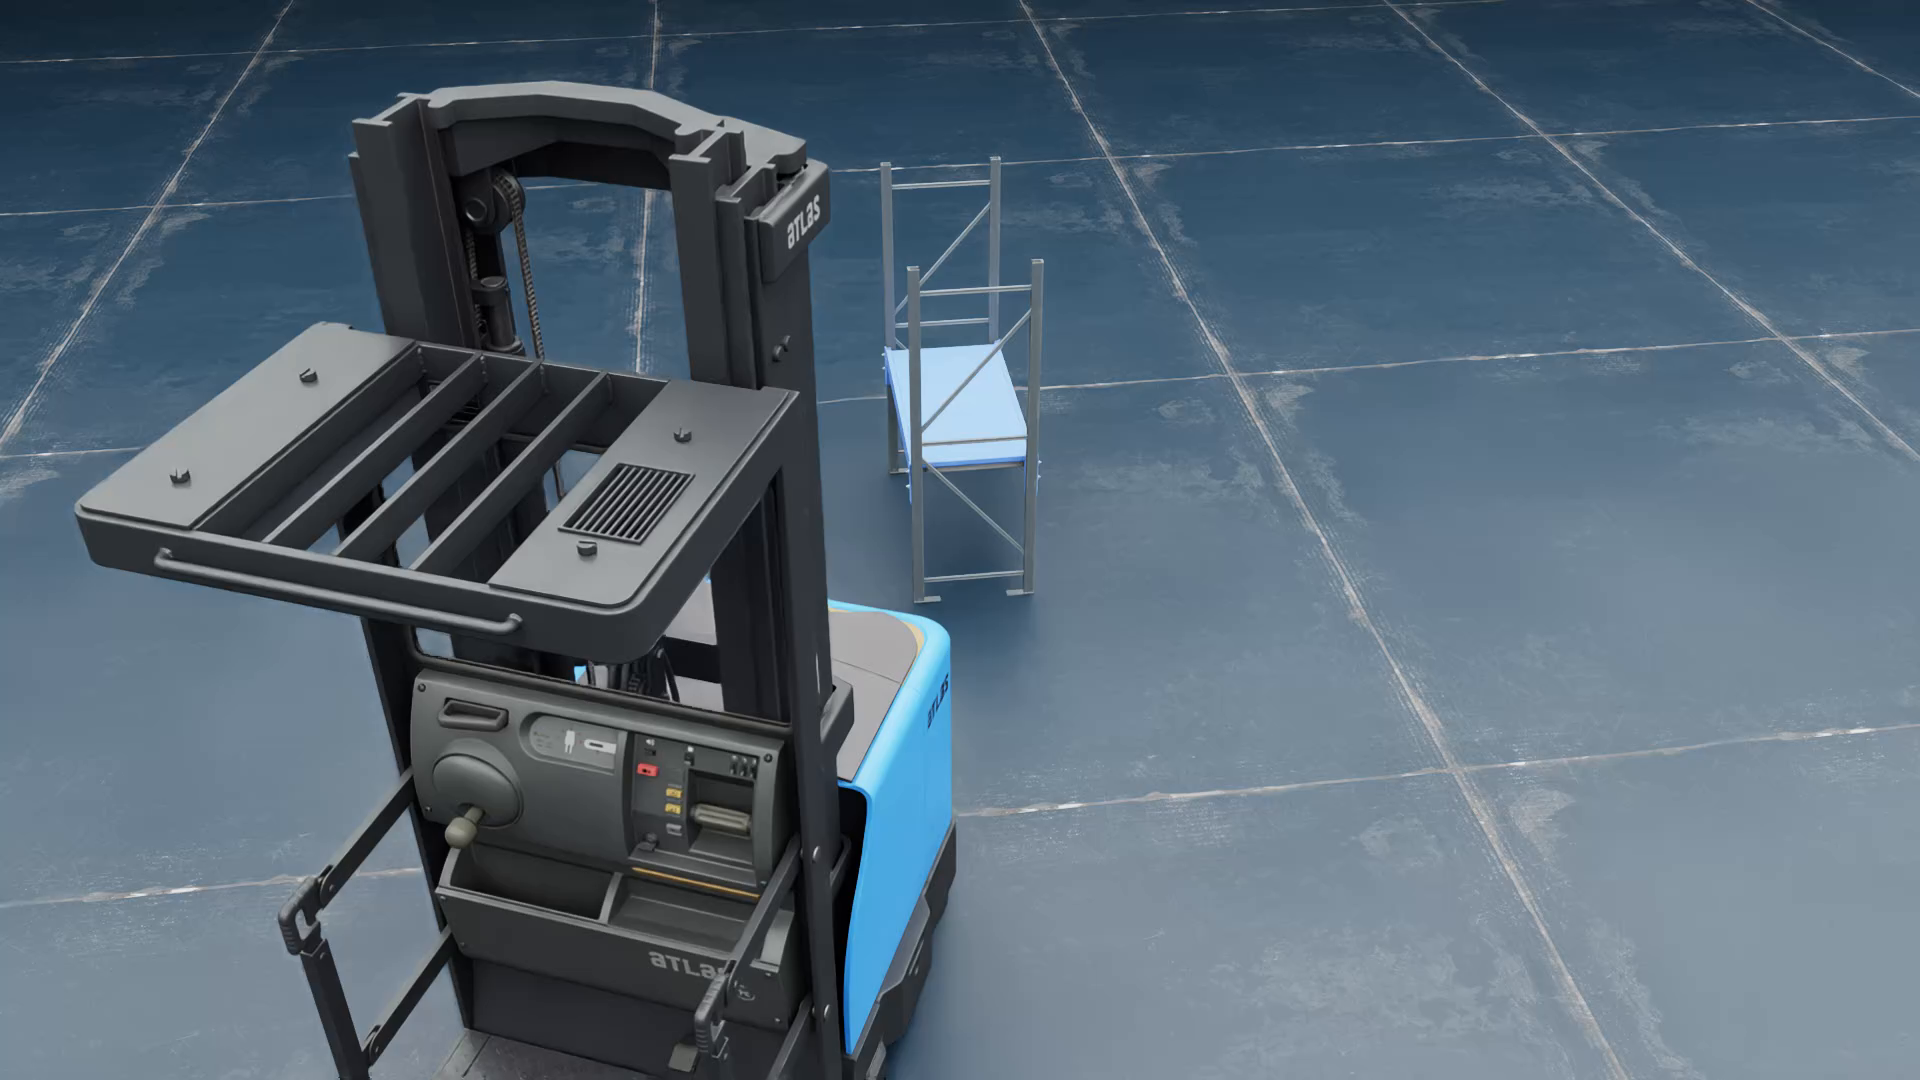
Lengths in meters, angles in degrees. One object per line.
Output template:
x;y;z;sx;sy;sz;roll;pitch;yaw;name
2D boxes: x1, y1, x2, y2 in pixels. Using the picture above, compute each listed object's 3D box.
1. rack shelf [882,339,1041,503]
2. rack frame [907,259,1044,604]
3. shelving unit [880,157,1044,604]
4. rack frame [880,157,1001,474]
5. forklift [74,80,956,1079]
-0.011;-0.519;6.999;0.538;0.185;1.000;-4;35;-6;rack shelf
0.057;-0.384;6.481;0.500;1.500;0.032;-4;35;-6;rack frame
-0.011;-0.667;6.897;0.538;1.500;1.048;-4;35;-6;shelving unit
-0.080;-0.951;7.314;0.500;1.500;0.032;-4;35;-6;rack frame
-0.919;0.635;3.715;1.130;2.935;3.031;9;35;14;forklift
